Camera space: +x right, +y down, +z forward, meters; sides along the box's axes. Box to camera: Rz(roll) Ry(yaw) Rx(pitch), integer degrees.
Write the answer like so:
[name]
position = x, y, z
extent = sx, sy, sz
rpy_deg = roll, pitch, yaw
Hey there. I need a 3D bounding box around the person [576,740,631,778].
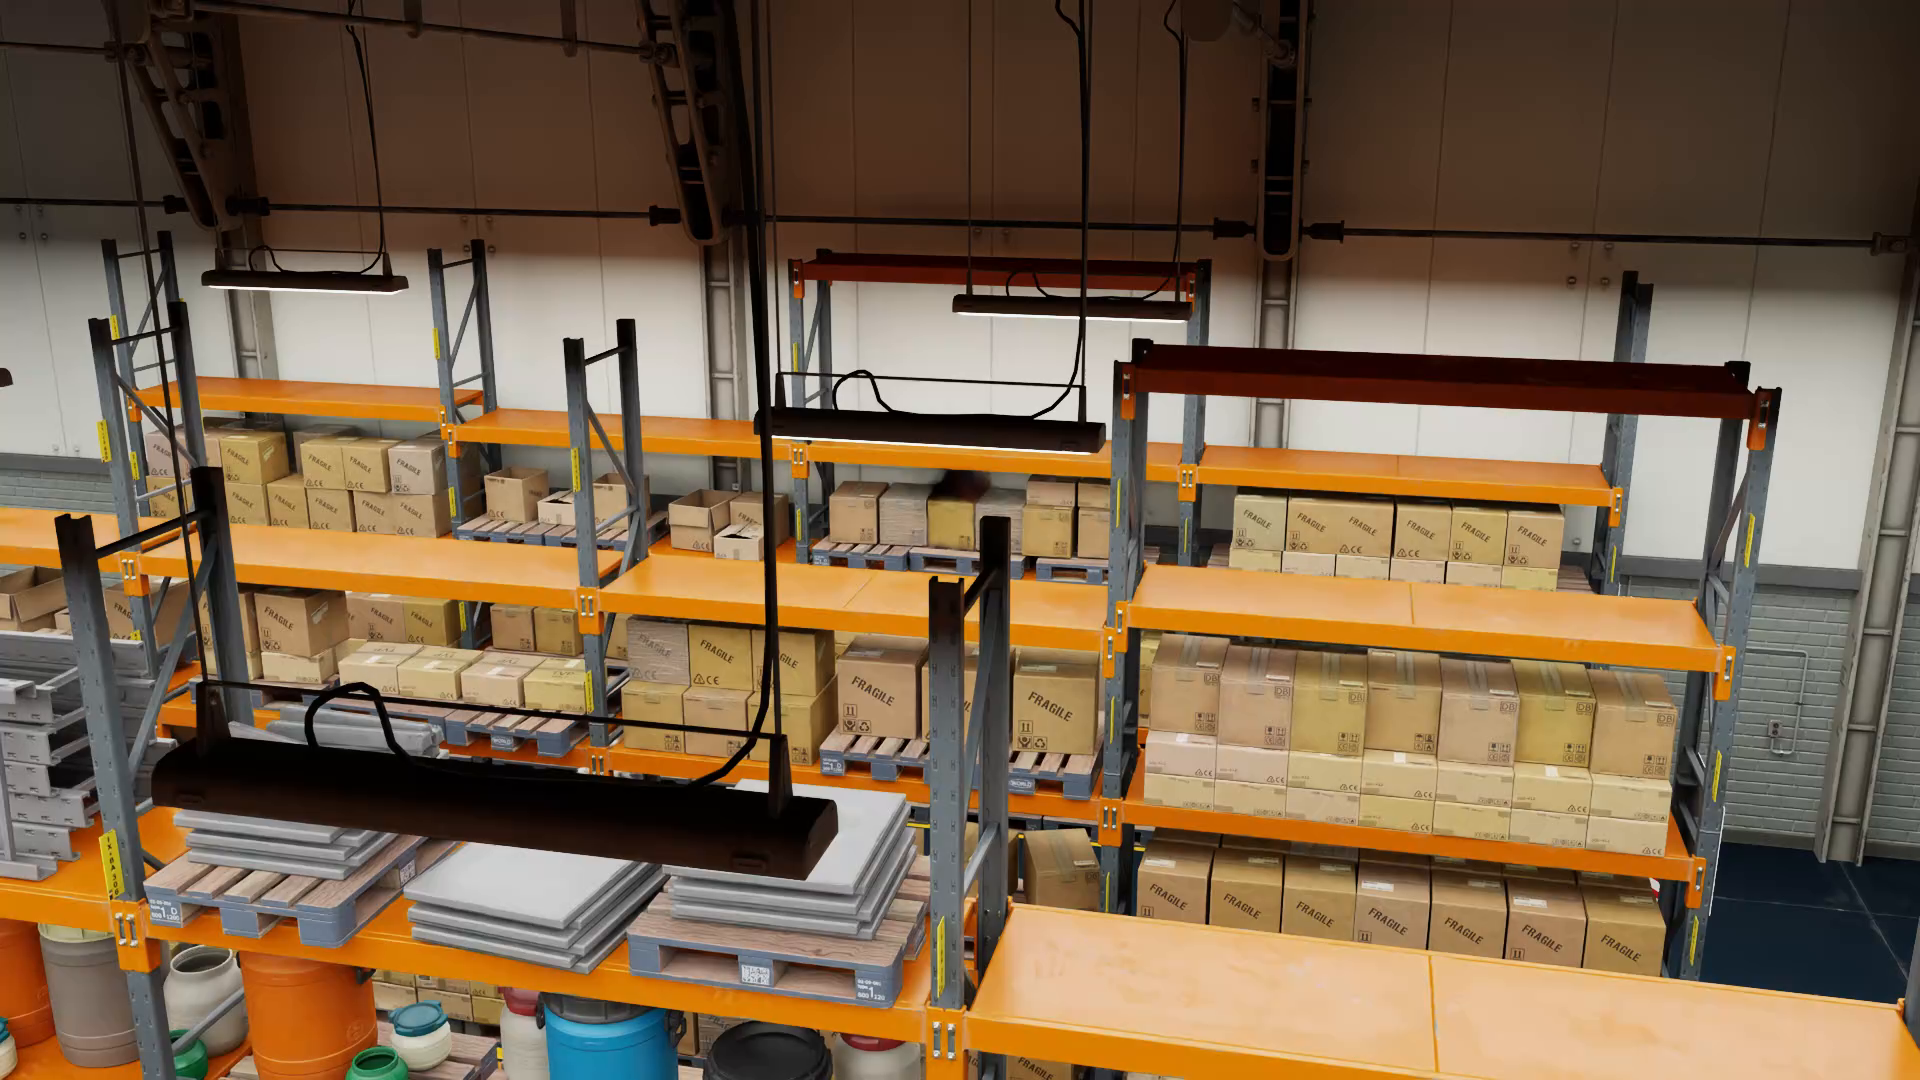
[person]
position = -3.339, 2.685, 16.002
extent = 0.653, 1.788, 0.453
rpy_deg = 1, 16, 2
